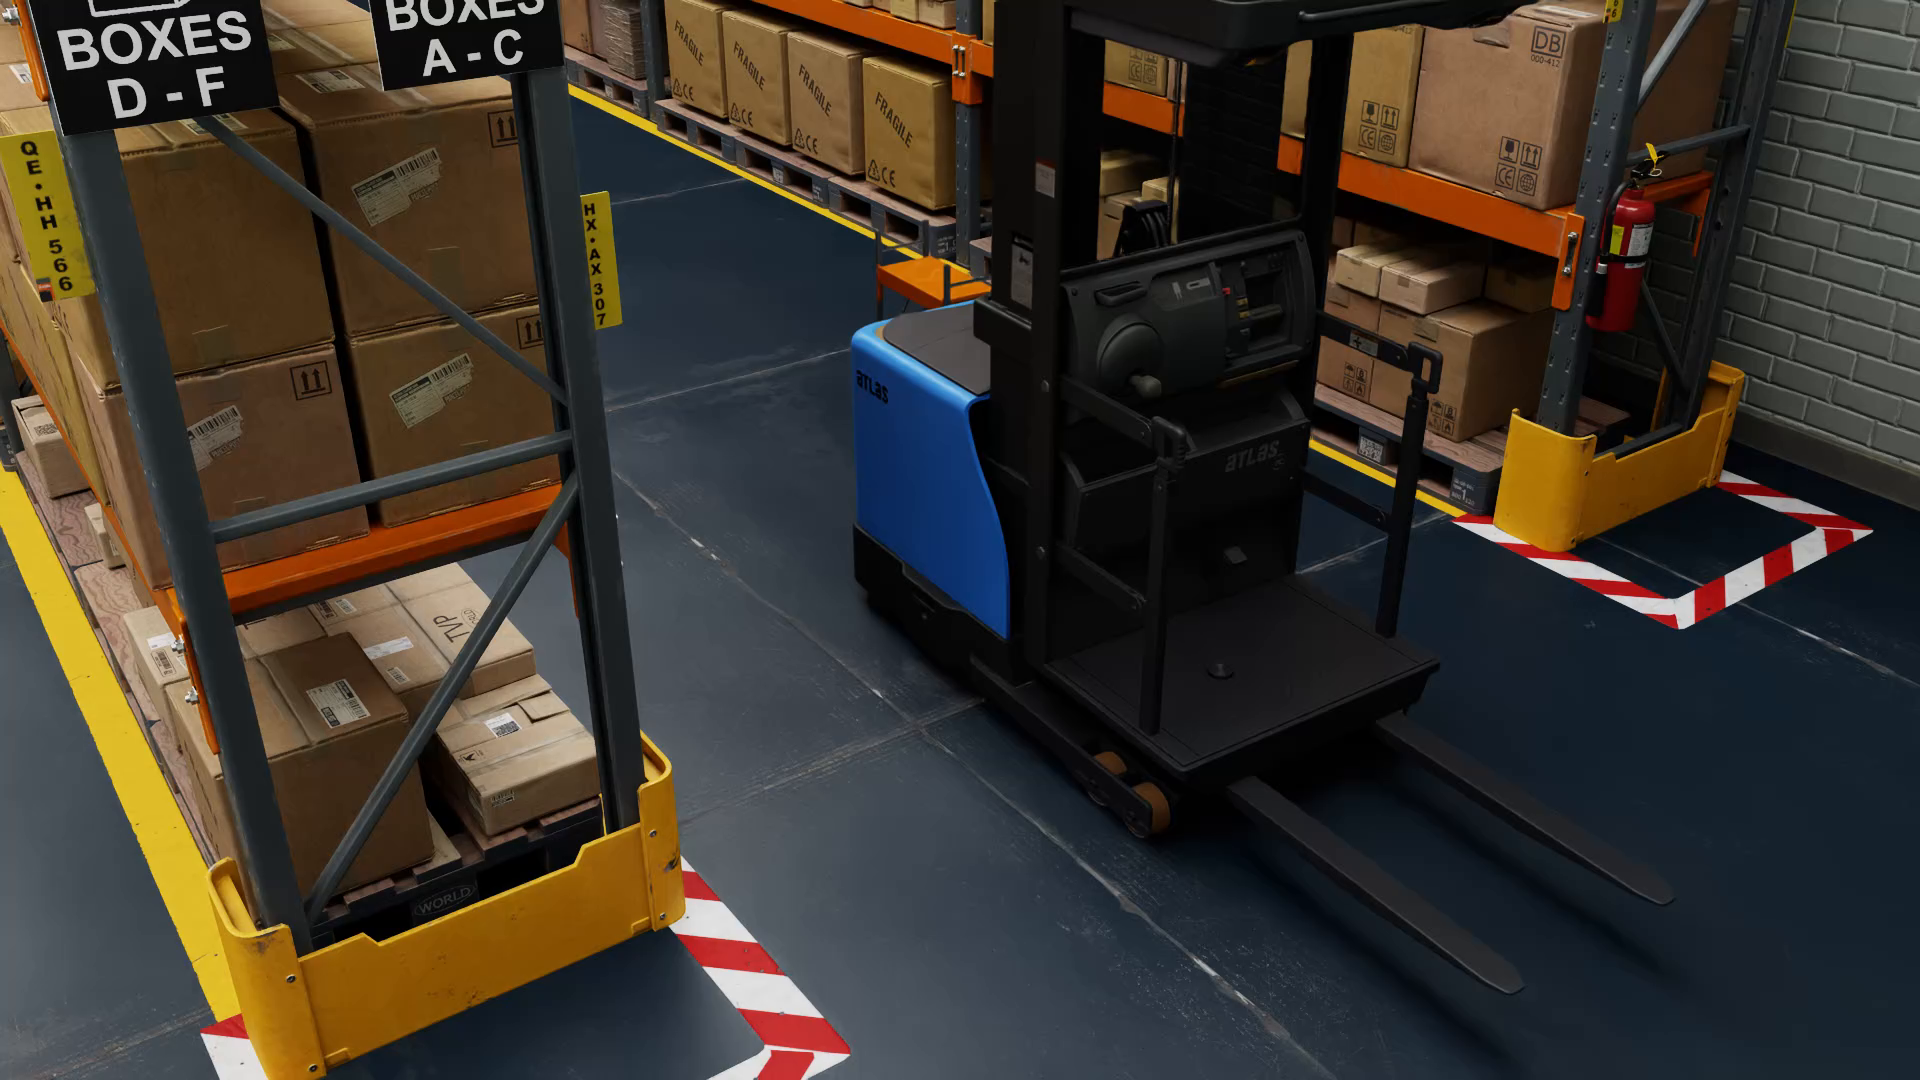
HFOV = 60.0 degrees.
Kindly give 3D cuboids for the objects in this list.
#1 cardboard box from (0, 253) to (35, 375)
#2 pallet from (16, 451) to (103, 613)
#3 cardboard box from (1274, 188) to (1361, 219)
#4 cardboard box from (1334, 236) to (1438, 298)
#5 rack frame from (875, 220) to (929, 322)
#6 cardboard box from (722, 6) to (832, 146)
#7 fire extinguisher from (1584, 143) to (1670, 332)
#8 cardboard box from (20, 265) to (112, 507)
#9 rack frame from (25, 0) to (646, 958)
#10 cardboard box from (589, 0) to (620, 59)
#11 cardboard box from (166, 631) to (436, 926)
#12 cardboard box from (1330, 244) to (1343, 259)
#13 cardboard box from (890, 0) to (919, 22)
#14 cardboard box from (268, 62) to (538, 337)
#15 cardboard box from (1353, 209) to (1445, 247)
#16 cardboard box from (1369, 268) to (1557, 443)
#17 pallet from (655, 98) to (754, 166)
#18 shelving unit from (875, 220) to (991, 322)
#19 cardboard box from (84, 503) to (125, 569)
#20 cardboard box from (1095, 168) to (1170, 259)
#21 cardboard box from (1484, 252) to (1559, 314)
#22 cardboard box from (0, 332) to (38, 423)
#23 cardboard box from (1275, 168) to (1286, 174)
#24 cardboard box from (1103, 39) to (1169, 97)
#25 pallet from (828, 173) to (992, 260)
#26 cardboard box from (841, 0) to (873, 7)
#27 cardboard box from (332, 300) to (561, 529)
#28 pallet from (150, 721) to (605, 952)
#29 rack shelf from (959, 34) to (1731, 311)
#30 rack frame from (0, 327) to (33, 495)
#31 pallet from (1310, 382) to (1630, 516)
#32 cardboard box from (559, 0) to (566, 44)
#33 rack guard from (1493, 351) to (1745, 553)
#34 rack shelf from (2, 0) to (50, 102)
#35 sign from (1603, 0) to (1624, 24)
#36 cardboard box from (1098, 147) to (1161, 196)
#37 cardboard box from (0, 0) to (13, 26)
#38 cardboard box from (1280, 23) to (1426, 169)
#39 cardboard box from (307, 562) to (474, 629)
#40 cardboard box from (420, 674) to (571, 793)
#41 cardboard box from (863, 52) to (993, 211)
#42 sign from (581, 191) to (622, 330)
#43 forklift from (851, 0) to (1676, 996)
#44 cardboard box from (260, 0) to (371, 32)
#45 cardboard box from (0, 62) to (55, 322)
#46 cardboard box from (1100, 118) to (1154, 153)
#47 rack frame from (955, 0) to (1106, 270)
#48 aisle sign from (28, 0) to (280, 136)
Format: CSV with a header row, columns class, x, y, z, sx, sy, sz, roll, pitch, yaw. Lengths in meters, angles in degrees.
class,x,y,z,sx,sy,sz,roll,pitch,yaw
cardboard box,-2.658,-0.854,5.075,0.500,0.500,0.500,-19,34,-31
pallet,-3.218,-0.182,6.864,1.003,0.211,1.213,-19,34,-31
cardboard box,1.749,-1.607,8.065,0.380,0.149,0.250,-18,33,-30
cardboard box,1.878,-1.206,7.328,0.380,0.149,0.250,-18,33,-29
rack frame,-0.226,-0.704,6.788,0.240,1.200,0.015,-18,33,-29
cardboard box,-1.080,-3.178,11.270,0.750,0.750,0.750,-19,34,-31
fire extinguisher,2.449,-1.108,6.119,0.296,0.674,0.183,-19,34,-31
cardboard box,-2.081,-0.463,4.354,0.500,0.500,0.500,-18,34,-30
rack frame,-1.295,-0.119,3.827,1.000,3.000,0.127,-19,34,-31
cardboard box,-2.567,-4.195,13.490,0.700,0.500,0.500,-19,34,-31
cardboard box,-1.811,0.643,4.582,0.500,0.500,0.500,-19,34,-31
cardboard box,1.668,-1.213,8.019,0.700,0.500,0.500,-20,34,-32
cardboard box,-0.175,-3.090,9.539,0.380,0.149,0.250,-18,33,-30
cardboard box,-1.338,-0.848,4.016,0.500,0.500,0.500,-18,33,-29
cardboard box,2.046,-1.409,7.700,0.380,0.149,0.250,-18,34,-30
cardboard box,2.250,-0.823,7.301,0.700,0.500,0.500,-19,34,-31
pallet,-1.507,-3.049,12.144,1.003,0.211,1.213,-19,34,-31
shelving unit,-0.092,-0.606,6.609,0.258,1.200,0.503,-18,33,-29
cardboard box,-3.038,-0.066,6.236,0.380,0.166,0.250,-19,34,-31
cardboard box,1.056,-1.618,8.765,0.700,0.500,0.500,-19,34,-31
cardboard box,2.486,-1.114,7.159,0.380,0.149,0.250,-19,34,-30
cardboard box,-4.135,-0.882,7.389,0.500,0.500,0.500,-19,34,-31
cardboard box,1.452,-1.806,8.431,0.380,0.149,0.250,-18,33,-30
cardboard box,1.138,-2.678,8.224,0.980,0.700,0.700,-20,34,-32
pallet,-0.091,-2.101,10.397,1.003,0.211,1.213,-19,34,-31
cardboard box,-0.490,-3.290,9.907,0.380,0.149,0.250,-19,34,-31
cardboard box,-1.338,-0.409,4.255,0.500,0.500,0.500,-18,33,-30
pallet,-1.803,0.767,5.117,1.003,0.211,1.213,-19,34,-31
rack shelf,1.578,-1.954,7.958,1.077,0.370,4.000,-19,34,-31
rack frame,-3.615,-1.674,6.690,1.000,3.000,0.127,-19,34,-31
pallet,2.210,-0.556,7.553,1.003,0.211,1.213,-19,34,-31
cardboard box,-3.179,-4.574,14.187,0.700,0.500,0.500,-18,33,-30
rack guard,2.752,-0.384,6.934,1.175,0.500,0.348,-19,34,-31
rack shelf,-2.455,-1.899,4.714,1.077,0.370,4.000,-19,34,-31
sign,2.288,-1.960,5.755,0.100,0.325,0.005,-19,34,-31
cardboard box,0.818,-1.916,8.634,0.380,0.149,0.250,-18,33,-29
cardboard box,-2.674,-1.296,4.840,0.500,0.500,0.500,-18,33,-29
cardboard box,2.003,-2.099,7.158,0.980,0.700,0.700,-19,34,-31
cardboard box,-1.960,0.217,5.628,0.500,0.250,0.500,-19,34,-31
cardboard box,-1.403,0.577,5.052,0.380,0.166,0.250,-19,34,-31
cardboard box,-0.065,-2.504,10.030,0.750,0.750,0.750,-18,33,-30
sign,-0.853,-0.650,3.897,0.100,0.325,0.005,-19,34,-31
forklift,0.828,-0.639,4.855,1.130,2.935,3.031,-17,33,-29
cardboard box,-1.933,-1.245,4.747,0.500,0.500,0.500,-18,33,-30
cardboard box,-2.071,-0.896,4.104,0.500,0.500,0.500,-18,33,-29
cardboard box,0.845,-2.211,9.177,0.380,0.149,0.250,-19,34,-31
rack frame,0.417,-3.047,9.218,1.000,3.000,0.127,-19,34,-31
aisle sign,-1.505,-1.150,3.001,0.394,0.787,0.004,-19,34,-31
